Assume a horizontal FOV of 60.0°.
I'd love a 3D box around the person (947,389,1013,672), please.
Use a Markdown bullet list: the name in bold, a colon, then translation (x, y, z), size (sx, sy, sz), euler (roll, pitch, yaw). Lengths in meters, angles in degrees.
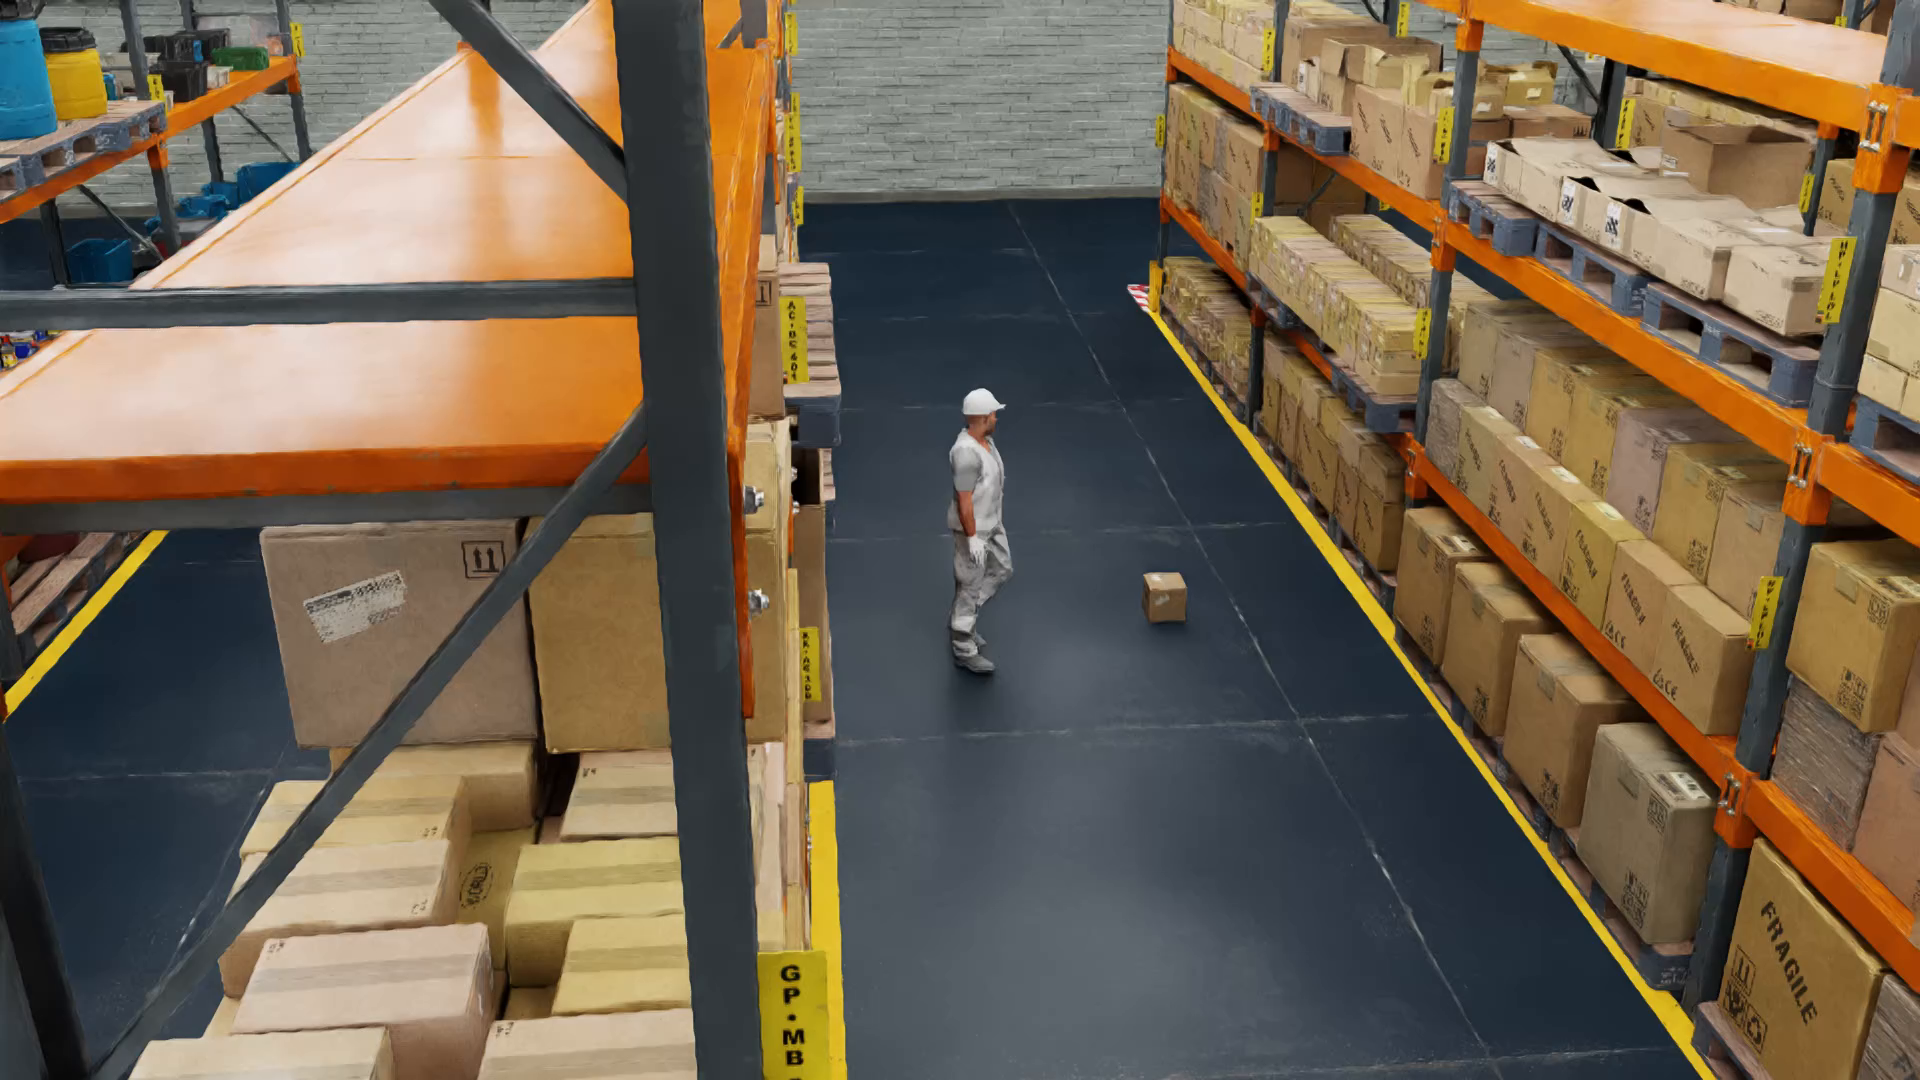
- **person**: translation (0.081, -0.077, 10.439), size (0.430, 1.789, 0.594), euler (8, 25, 17)
